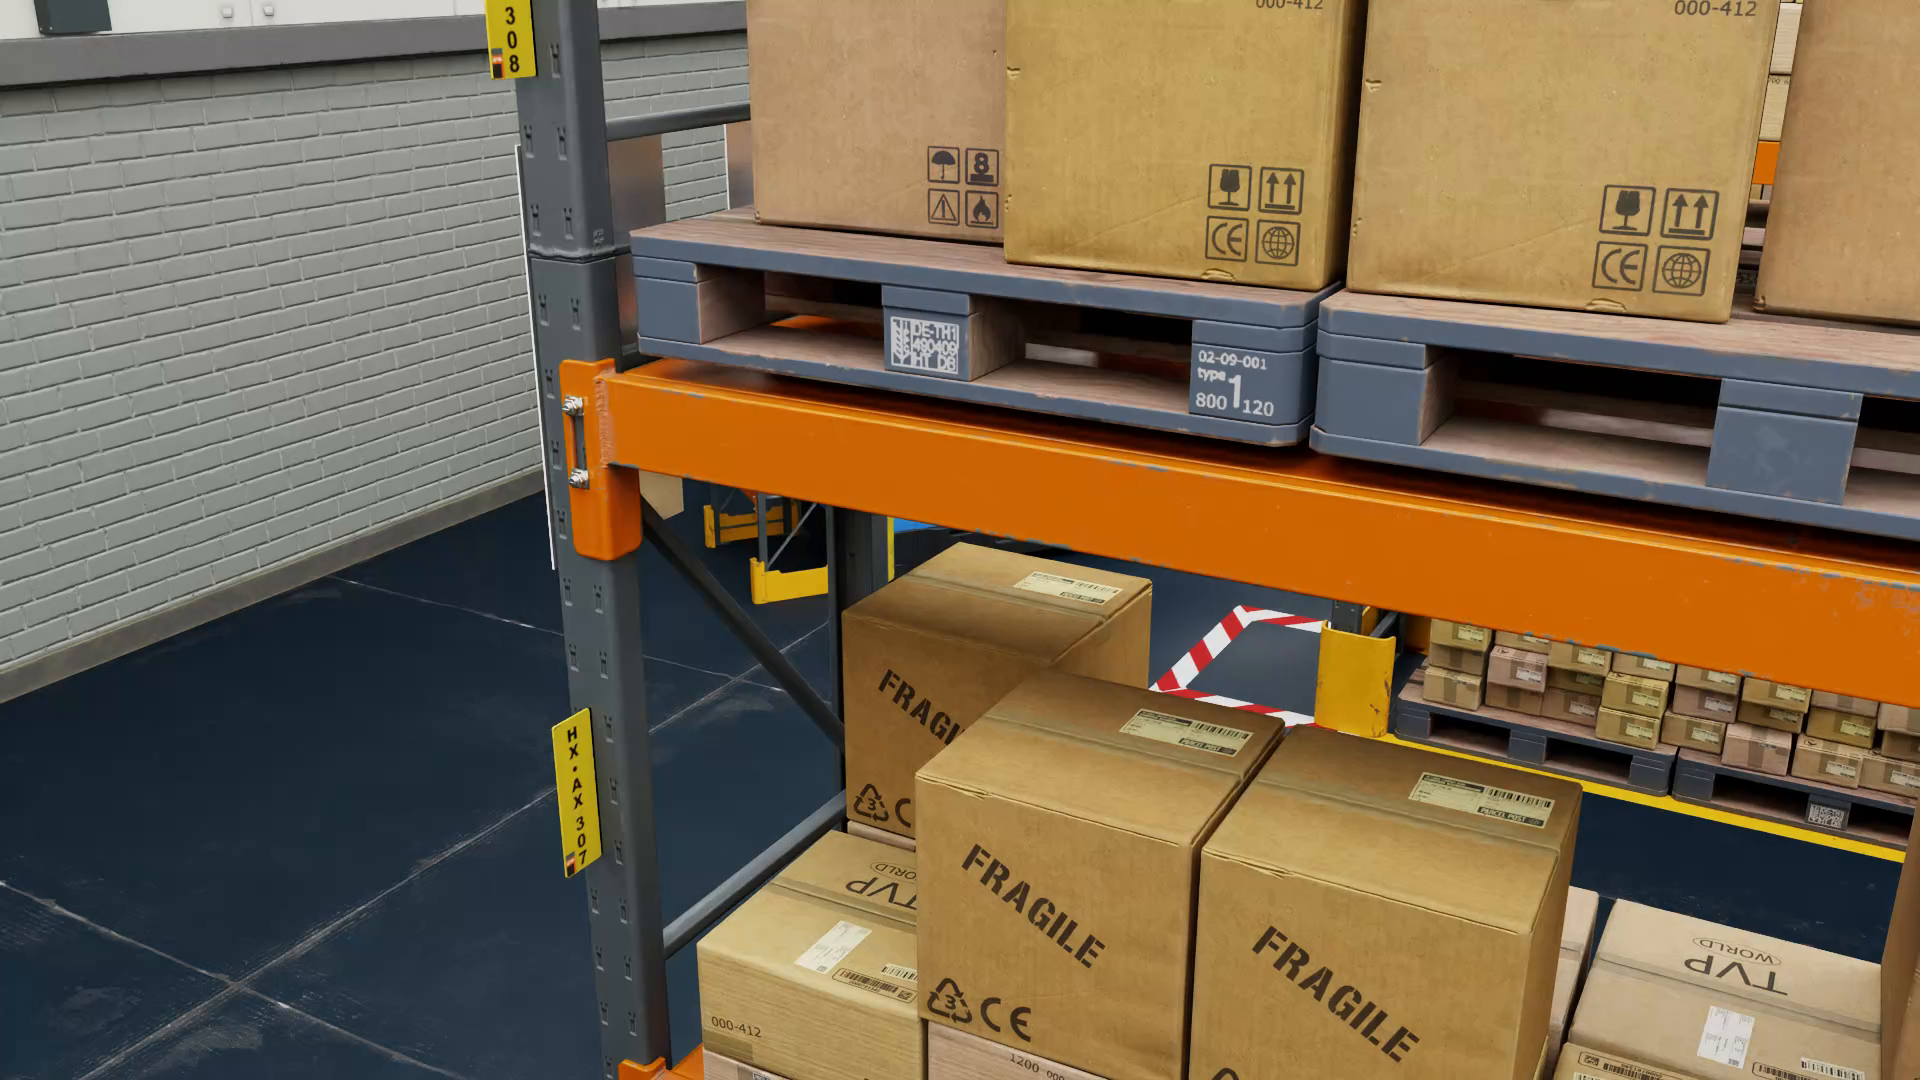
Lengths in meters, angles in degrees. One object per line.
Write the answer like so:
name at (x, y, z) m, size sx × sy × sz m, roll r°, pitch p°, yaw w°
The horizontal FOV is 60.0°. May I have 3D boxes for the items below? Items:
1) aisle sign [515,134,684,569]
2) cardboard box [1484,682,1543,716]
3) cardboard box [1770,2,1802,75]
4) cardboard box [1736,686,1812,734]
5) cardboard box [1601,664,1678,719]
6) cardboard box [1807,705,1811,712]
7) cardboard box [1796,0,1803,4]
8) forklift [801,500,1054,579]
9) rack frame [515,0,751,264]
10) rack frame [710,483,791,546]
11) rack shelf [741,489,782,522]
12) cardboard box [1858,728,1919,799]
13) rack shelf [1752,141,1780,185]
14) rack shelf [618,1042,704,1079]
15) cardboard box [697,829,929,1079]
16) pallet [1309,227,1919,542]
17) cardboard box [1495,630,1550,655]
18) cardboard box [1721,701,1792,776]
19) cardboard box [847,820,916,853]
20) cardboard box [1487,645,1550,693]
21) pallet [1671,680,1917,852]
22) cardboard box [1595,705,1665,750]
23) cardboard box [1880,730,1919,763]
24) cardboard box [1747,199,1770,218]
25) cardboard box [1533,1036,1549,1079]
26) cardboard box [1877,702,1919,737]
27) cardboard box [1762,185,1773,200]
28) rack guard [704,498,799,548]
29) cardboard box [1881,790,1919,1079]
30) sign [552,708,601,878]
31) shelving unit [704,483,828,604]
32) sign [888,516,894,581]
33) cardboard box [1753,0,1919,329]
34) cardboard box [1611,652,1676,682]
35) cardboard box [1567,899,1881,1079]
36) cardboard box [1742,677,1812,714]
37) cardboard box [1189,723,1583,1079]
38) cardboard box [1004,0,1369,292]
aisle sign at (-0.675, -0.373, 3.182) m, size 0.004 × 0.787 × 0.394 m, roll 11°, pitch 23°, yaw 27°
cardboard box at (2.611, 0.656, 7.722) m, size 0.250 × 0.149 × 0.380 m, roll 11°, pitch 23°, yaw 27°
cardboard box at (3.189, -1.938, 6.397) m, size 0.500 × 0.250 × 0.500 m, roll 11°, pitch 23°, yaw 28°
cardboard box at (3.547, 0.679, 7.224) m, size 0.250 × 0.149 × 0.380 m, roll 12°, pitch 23°, yaw 30°
cardboard box at (3.012, 0.630, 7.358) m, size 0.250 × 0.149 × 0.380 m, roll 12°, pitch 23°, yaw 29°
cardboard box at (3.953, 0.739, 7.493) m, size 0.250 × 0.149 × 0.380 m, roll 12°, pitch 23°, yaw 29°
cardboard box at (3.300, -2.090, 6.230) m, size 0.250 × 0.149 × 0.380 m, roll 12°, pitch 23°, yaw 29°
forklift at (0.574, -1.467, 10.110) m, size 3.031 × 2.935 × 1.130 m, roll -9°, pitch 22°, yaw -23°
rack frame at (-0.466, -2.048, 2.816) m, size 0.127 × 3.000 × 1.000 m, roll 11°, pitch 23°, yaw 27°
rack frame at (-1.293, -0.706, 10.111) m, size 0.500 × 1.500 × 0.032 m, roll -8°, pitch 22°, yaw -22°
rack shelf at (-1.092, -0.377, 9.734) m, size 0.538 × 0.185 × 1.000 m, roll -8°, pitch 22°, yaw -22°
cardboard box at (3.926, 0.921, 6.993) m, size 0.250 × 0.149 × 0.380 m, roll 11°, pitch 23°, yaw 28°
rack shelf at (3.787, -1.427, 6.557) m, size 4.000 × 0.370 × 1.077 m, roll 11°, pitch 23°, yaw 27°
rack shelf at (1.280, 1.443, 3.044) m, size 4.000 × 0.370 × 1.077 m, roll 11°, pitch 23°, yaw 27°
cardboard box at (-0.179, 0.863, 3.372) m, size 0.500 × 0.250 × 0.500 m, roll 10°, pitch 22°, yaw 26°
pallet at (1.256, -0.274, 2.452) m, size 1.213 × 0.211 × 1.003 m, roll 11°, pitch 23°, yaw 27°
cardboard box at (2.632, 0.373, 7.629) m, size 0.250 × 0.149 × 0.380 m, roll 11°, pitch 23°, yaw 28°
cardboard box at (3.445, 0.852, 7.182) m, size 0.250 × 0.149 × 0.380 m, roll 10°, pitch 22°, yaw 25°
cardboard box at (0.086, 0.704, 3.809) m, size 0.500 × 0.250 × 0.500 m, roll 10°, pitch 22°, yaw 26°
cardboard box at (2.585, 0.541, 7.604) m, size 0.250 × 0.149 × 0.380 m, roll 11°, pitch 23°, yaw 27°
pallet at (3.860, 0.984, 7.342) m, size 1.213 × 0.211 × 1.003 m, roll 11°, pitch 23°, yaw 27°
cardboard box at (3.000, 0.771, 7.406) m, size 0.250 × 0.149 × 0.380 m, roll 11°, pitch 23°, yaw 28°
cardboard box at (3.991, 0.784, 6.934) m, size 0.250 × 0.149 × 0.380 m, roll 10°, pitch 22°, yaw 25°
cardboard box at (3.462, -1.175, 7.156) m, size 0.500 × 0.500 × 0.500 m, roll 12°, pitch 23°, yaw 30°
cardboard box at (0.715, 1.032, 2.906) m, size 0.500 × 0.250 × 0.500 m, roll 10°, pitch 22°, yaw 26°
cardboard box at (3.921, 0.664, 6.829) m, size 0.250 × 0.149 × 0.380 m, roll 10°, pitch 22°, yaw 25°
cardboard box at (5.555, -2.364, 10.870) m, size 0.500 × 0.500 × 0.500 m, roll 11°, pitch 22°, yaw 27°
rack guard at (-1.293, -0.118, 10.323) m, size 0.587 × 0.250 × 0.087 m, roll -8°, pitch 22°, yaw -22°
cardboard box at (1.850, 0.690, 2.748) m, size 0.500 × 0.500 × 0.500 m, roll 10°, pitch 22°, yaw 26°
sign at (-0.742, 0.492, 3.225) m, size 0.005 × 0.325 × 0.100 m, roll 11°, pitch 23°, yaw 27°
shelving unit at (-1.096, -0.549, 9.680) m, size 0.587 × 1.500 × 1.083 m, roll -8°, pitch 22°, yaw -22°
sign at (-0.190, -0.043, 4.040) m, size 0.005 × 0.325 × 0.100 m, roll 11°, pitch 23°, yaw 27°
cardboard box at (1.459, -0.597, 2.304) m, size 0.500 × 0.500 × 0.700 m, roll 12°, pitch 23°, yaw 30°
cardboard box at (3.046, 0.470, 7.363) m, size 0.250 × 0.149 × 0.380 m, roll 10°, pitch 22°, yaw 25°
cardboard box at (1.430, 0.959, 3.108) m, size 0.500 × 0.250 × 0.500 m, roll 11°, pitch 23°, yaw 27°
cardboard box at (3.491, 0.576, 7.070) m, size 0.250 × 0.149 × 0.380 m, roll 11°, pitch 23°, yaw 28°
cardboard box at (0.713, 0.678, 2.782) m, size 0.500 × 0.500 × 0.500 m, roll 10°, pitch 22°, yaw 26°
cardboard box at (0.446, -0.730, 2.670) m, size 0.500 × 0.500 × 0.700 m, roll 10°, pitch 22°, yaw 25°
